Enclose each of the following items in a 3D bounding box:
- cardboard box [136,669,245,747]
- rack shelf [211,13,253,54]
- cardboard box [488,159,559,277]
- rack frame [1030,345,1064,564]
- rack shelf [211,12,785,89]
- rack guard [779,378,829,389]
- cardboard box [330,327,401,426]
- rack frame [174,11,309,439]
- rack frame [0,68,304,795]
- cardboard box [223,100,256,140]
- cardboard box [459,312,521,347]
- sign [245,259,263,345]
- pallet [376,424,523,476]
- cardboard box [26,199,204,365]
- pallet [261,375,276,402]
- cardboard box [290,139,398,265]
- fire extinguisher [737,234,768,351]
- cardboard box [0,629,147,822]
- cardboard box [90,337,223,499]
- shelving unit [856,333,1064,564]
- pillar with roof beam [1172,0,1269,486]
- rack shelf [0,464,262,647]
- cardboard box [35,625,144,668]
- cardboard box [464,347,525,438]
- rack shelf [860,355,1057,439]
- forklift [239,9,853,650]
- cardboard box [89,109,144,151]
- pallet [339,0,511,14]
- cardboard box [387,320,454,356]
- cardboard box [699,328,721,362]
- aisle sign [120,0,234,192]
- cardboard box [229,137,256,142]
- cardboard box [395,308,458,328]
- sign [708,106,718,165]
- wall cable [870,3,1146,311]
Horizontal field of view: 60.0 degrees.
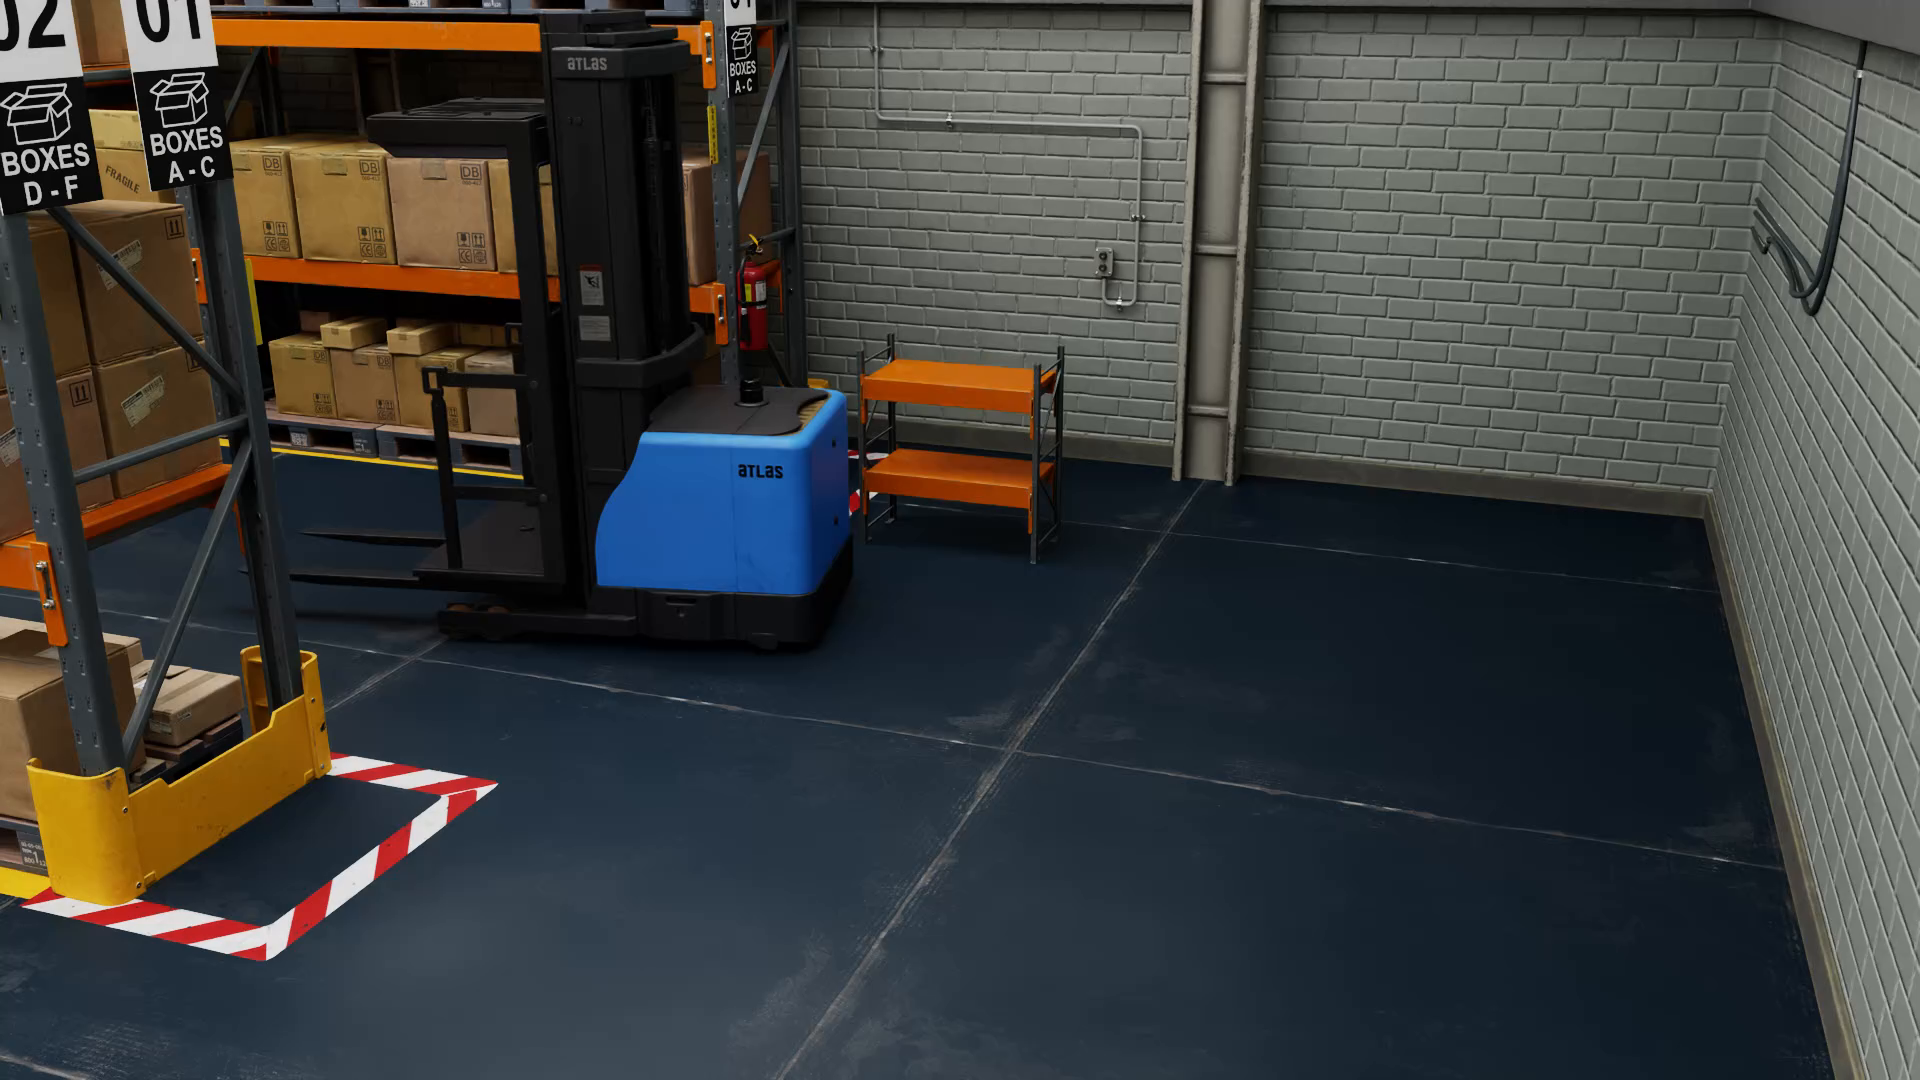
[{"bbox_3d":[-3.141,0.676,6.742,0.250,0.149,0.380,7,20,18],"label":"cardboard box"},{"bbox_3d":[-6.904,-3.576,11.813,4.000,0.370,1.077,7,20,18],"label":"rack shelf"},{"bbox_3d":[-2.412,-2.120,10.644,0.700,0.700,0.980,6,20,18],"label":"cardboard box"},{"bbox_3d":[0.487,-0.476,9.231,0.032,1.125,0.500,7,20,18],"label":"rack frame"},{"bbox_3d":[-3.125,-3.144,10.573,4.000,0.370,1.077,7,20,18],"label":"rack shelf"},{"bbox_3d":[-1.213,-0.668,10.733,0.348,0.500,1.175,7,20,18],"label":"rack guard"},{"bbox_3d":[-3.868,-1.133,11.429,0.500,0.500,0.700,6,20,18],"label":"cardboard box"},{"bbox_3d":[-5.014,-2.283,11.568,0.127,3.000,1.000,7,20,18],"label":"rack frame"},{"bbox_3d":[-2.858,-0.310,5.909,0.127,3.000,1.000,7,20,18],"label":"rack frame"},{"bbox_3d":[-5.363,-2.965,11.751,0.500,0.250,0.500,7,20,20],"label":"cardboard box"},{"bbox_3d":[-3.183,-1.432,11.302,0.250,0.149,0.380,6,20,17],"label":"cardboard box"},{"bbox_3d":[-2.680,-0.888,6.250,0.005,0.325,0.100,7,20,18],"label":"sign"},{"bbox_3d":[-3.165,-0.728,11.345,1.213,0.211,1.003,7,20,18],"label":"pallet"},{"bbox_3d":[-3.191,-0.959,6.101,0.500,0.500,0.500,7,20,20],"label":"cardboard box"},{"bbox_3d":[-5.768,-1.026,12.199,1.213,0.211,1.003,7,20,18],"label":"pallet"},{"bbox_3d":[-3.820,-2.280,11.105,0.700,0.700,0.980,6,20,17],"label":"cardboard box"},{"bbox_3d":[-1.245,-1.478,9.944,0.183,0.674,0.296,7,20,18],"label":"fire extinguisher"},{"bbox_3d":[-3.452,0.680,6.197,0.500,0.500,0.500,7,20,18],"label":"cardboard box"},{"bbox_3d":[-3.191,-0.487,6.265,0.500,0.500,0.500,7,20,19],"label":"cardboard box"},{"bbox_3d":[0.006,-0.530,9.389,1.048,1.125,0.538,7,20,18],"label":"shelving unit"},{"bbox_3d":[0.186,-3.322,5.436,0.400,9.000,9.100,7,20,18],"label":"pillar with roof beam"},{"bbox_3d":[-4.747,-0.187,6.647,4.000,0.370,1.077,7,20,18],"label":"rack shelf"},{"bbox_3d":[-3.751,0.580,6.866,0.500,0.250,0.500,7,20,18],"label":"cardboard box"},{"bbox_3d":[-2.878,-1.021,11.109,0.500,0.500,0.700,6,20,16],"label":"cardboard box"},{"bbox_3d":[0.006,-0.807,9.293,1.000,0.278,0.538,7,20,18],"label":"rack shelf"},{"bbox_3d":[-2.124,-1.058,8.157,3.031,2.935,1.130,3,19,7],"label":"forklift"},{"bbox_3d":[-5.539,-2.805,11.293,0.500,0.250,0.500,7,20,19],"label":"cardboard box"},{"bbox_3d":[-3.096,-3.433,10.446,1.213,0.211,1.003,7,20,18],"label":"pallet"},{"bbox_3d":[-3.585,-1.344,11.050,0.250,0.149,0.380,6,20,17],"label":"cardboard box"},{"bbox_3d":[-1.746,-1.268,10.832,0.250,0.149,0.380,7,20,18],"label":"cardboard box"},{"bbox_3d":[-2.697,-1.622,5.722,0.004,0.787,0.394,7,20,18],"label":"aisle sign"},{"bbox_3d":[-5.366,-2.608,11.867,0.500,0.500,0.500,6,20,16],"label":"cardboard box"},{"bbox_3d":[-3.666,-1.487,11.460,0.250,0.149,0.380,6,20,16],"label":"cardboard box"},{"bbox_3d":[-1.427,-2.342,9.619,0.005,0.325,0.100,7,20,18],"label":"sign"},{"bbox_3d":[0.284,-2.486,10.608,1.851,1.984,0.084,7,20,18],"label":"wall cable"}]
